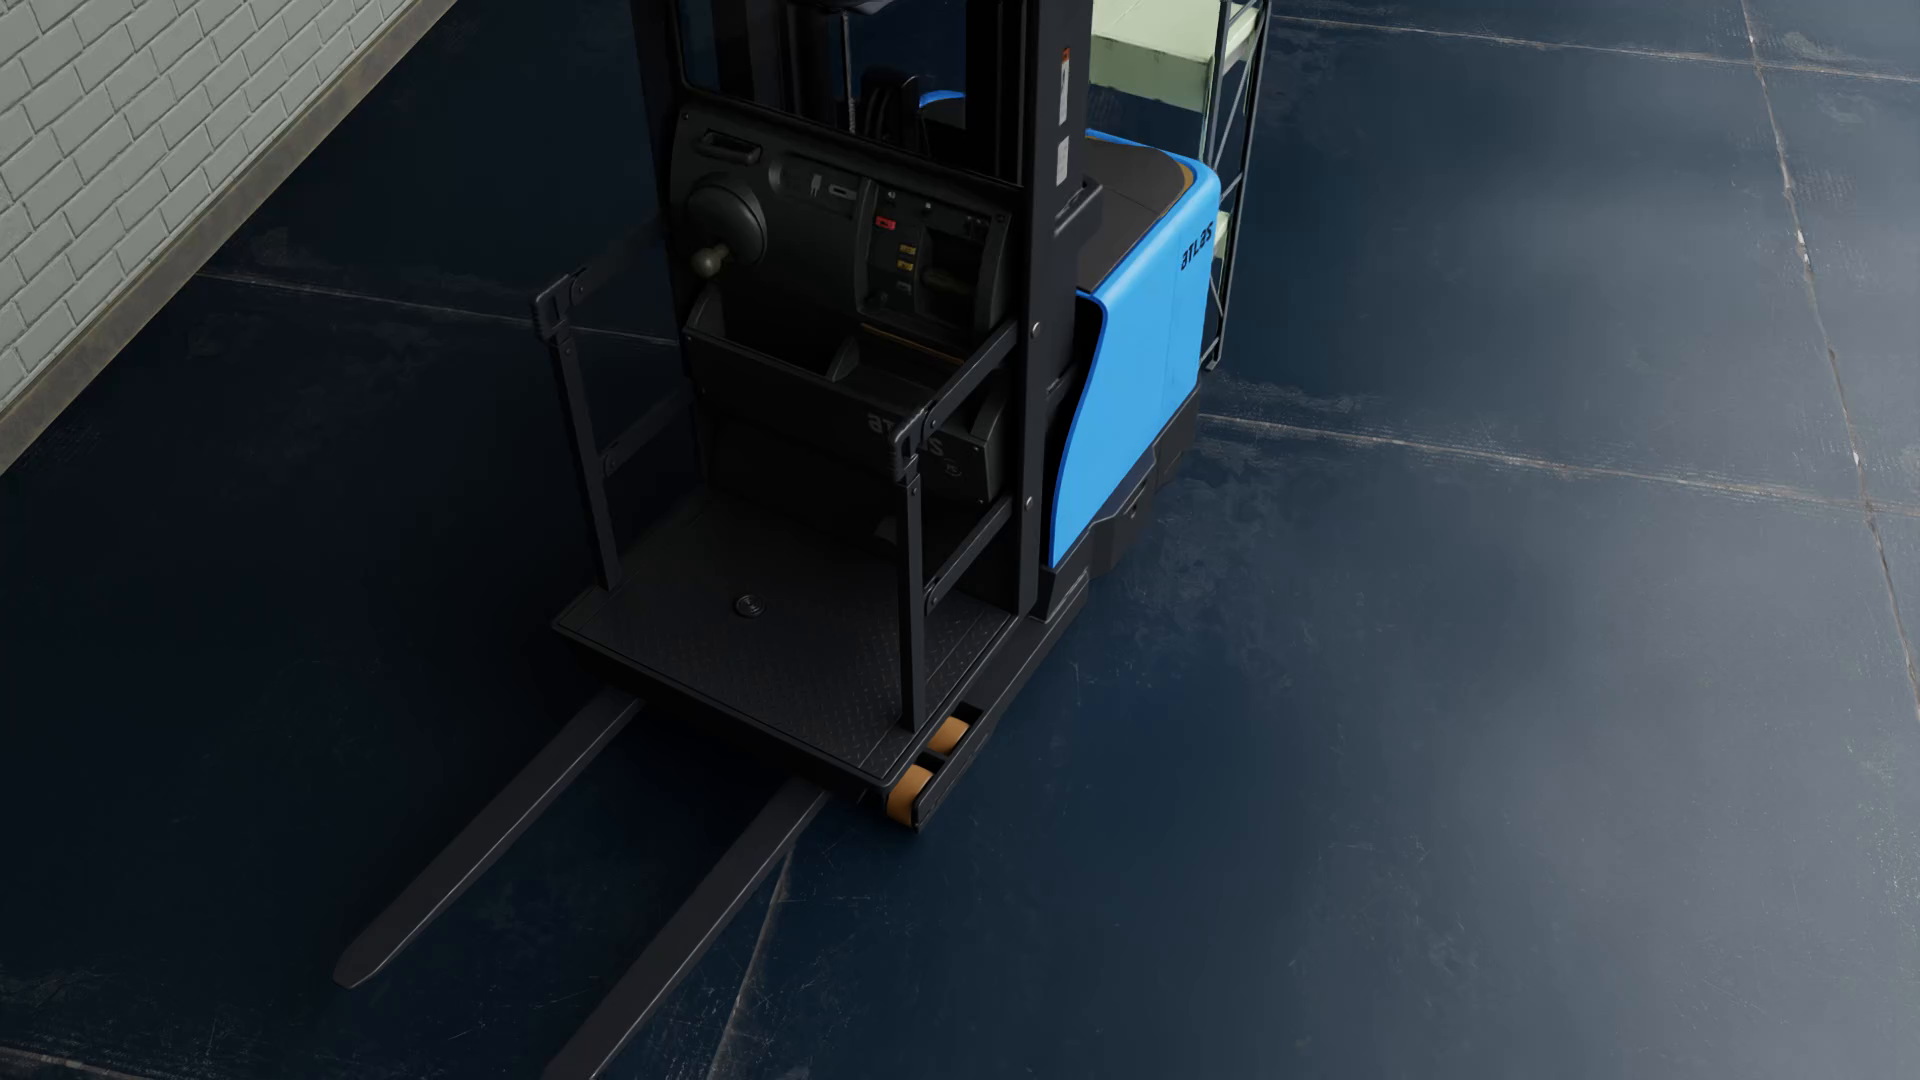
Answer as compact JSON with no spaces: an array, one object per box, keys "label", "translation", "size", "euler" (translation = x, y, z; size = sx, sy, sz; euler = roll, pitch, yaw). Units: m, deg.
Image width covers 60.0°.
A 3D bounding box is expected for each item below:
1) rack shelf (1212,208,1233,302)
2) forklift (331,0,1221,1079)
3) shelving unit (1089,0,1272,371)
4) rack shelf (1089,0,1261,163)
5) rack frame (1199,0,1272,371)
[{"label":"rack shelf","translation":[0.506,-0.967,5.636],"size":[0.720,0.370,0.431],"euler":[21,47,21]},{"label":"forklift","translation":[-0.408,-0.660,3.822],"size":[1.130,2.935,3.031],"euler":[22,48,22]},{"label":"shelving unit","translation":[0.509,-1.205,5.414],"size":[0.755,1.500,0.431],"euler":[21,47,21]},{"label":"rack shelf","translation":[0.513,-1.491,5.148],"size":[0.720,0.370,0.431],"euler":[21,47,21]},{"label":"rack frame","translation":[0.829,-1.082,5.286],"size":[0.023,1.500,0.400],"euler":[21,47,21]}]
